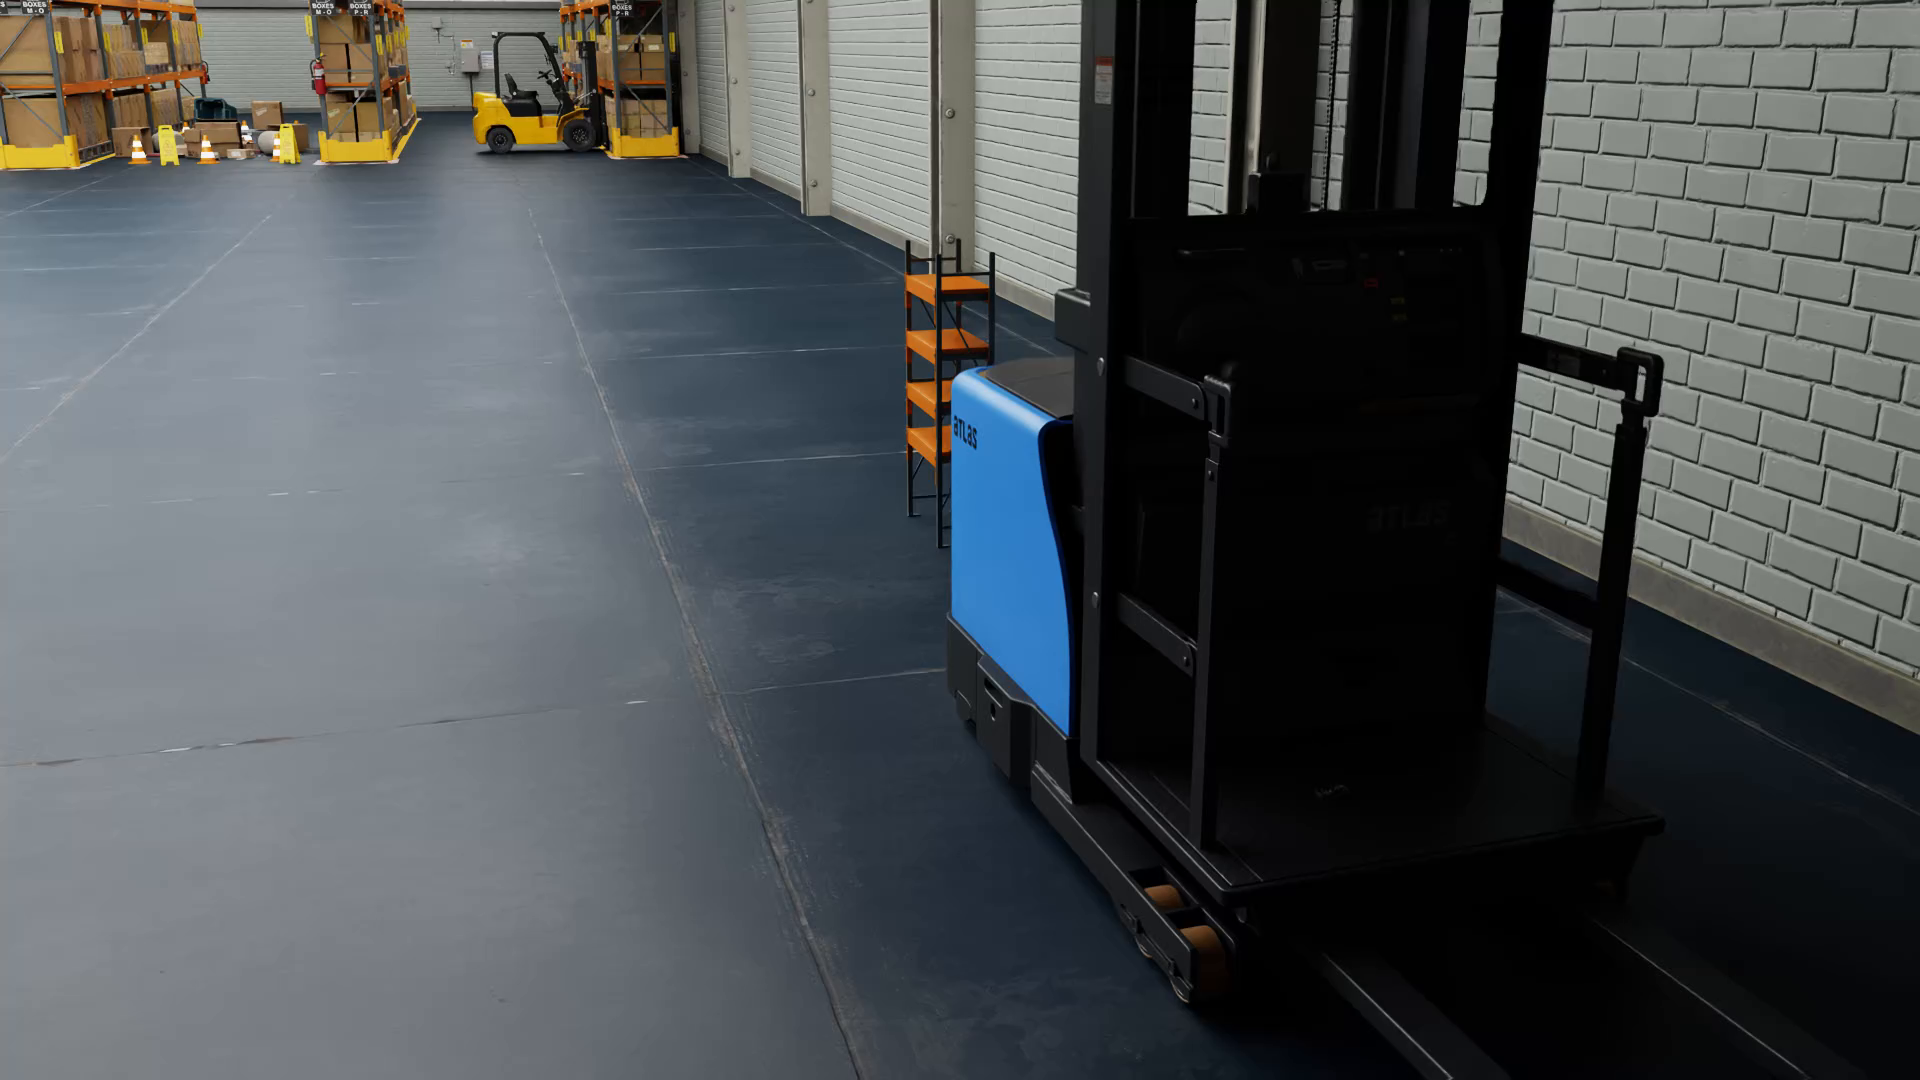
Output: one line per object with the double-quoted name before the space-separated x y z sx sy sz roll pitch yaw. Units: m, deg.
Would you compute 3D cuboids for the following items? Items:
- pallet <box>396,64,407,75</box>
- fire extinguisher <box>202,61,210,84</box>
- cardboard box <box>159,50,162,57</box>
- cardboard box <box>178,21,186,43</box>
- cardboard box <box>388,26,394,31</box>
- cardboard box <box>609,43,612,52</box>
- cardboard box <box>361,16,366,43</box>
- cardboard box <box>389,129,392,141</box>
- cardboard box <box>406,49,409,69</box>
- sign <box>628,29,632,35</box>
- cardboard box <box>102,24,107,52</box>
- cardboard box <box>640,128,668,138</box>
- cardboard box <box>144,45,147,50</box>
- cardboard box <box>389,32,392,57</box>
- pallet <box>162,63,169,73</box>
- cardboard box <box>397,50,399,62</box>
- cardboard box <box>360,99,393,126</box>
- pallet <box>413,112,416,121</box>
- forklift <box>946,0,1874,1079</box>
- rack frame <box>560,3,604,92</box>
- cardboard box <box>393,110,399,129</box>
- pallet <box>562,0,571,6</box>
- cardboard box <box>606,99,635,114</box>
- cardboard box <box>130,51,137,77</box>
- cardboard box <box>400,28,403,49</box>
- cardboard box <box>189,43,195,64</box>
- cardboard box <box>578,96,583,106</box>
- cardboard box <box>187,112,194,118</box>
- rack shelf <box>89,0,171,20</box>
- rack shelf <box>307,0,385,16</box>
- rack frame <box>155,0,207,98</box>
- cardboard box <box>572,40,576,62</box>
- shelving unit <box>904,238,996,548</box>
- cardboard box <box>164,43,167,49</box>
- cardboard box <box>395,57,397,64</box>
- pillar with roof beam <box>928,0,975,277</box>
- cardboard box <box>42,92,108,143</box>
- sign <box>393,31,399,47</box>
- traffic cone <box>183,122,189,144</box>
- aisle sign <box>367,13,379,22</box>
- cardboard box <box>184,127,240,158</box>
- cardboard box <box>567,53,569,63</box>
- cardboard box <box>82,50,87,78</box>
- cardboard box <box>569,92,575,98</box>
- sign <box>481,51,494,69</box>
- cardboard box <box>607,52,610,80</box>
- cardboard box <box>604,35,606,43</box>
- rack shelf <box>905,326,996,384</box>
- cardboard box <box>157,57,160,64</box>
"pallet" -12.361 -9.950 35.197 1.213 0.211 1.003 -5 17 -15
"fire extinguisher" -19.215 -11.915 42.186 0.296 0.674 0.183 -5 17 -15
"cardboard box" -17.973 -10.830 36.981 0.380 0.149 0.250 -5 18 -17
"cardboard box" -18.646 -12.015 39.309 0.500 0.500 0.500 -4 17 -14
"cardboard box" -12.560 -10.913 36.158 0.500 0.500 0.500 -5 18 -17
"cardboard box" -6.153 -8.912 30.106 0.380 0.149 0.250 -4 17 -14
"cardboard box" -11.648 -9.655 31.451 0.700 0.500 0.500 -5 17 -16
"cardboard box" -10.550 -7.289 30.053 0.500 0.250 0.500 -4 17 -13
"cardboard box" -14.471 -12.379 42.775 0.500 0.500 0.500 -5 17 -15
"sign" -7.355 -11.224 37.090 0.100 0.325 0.005 -5 17 -15
"cardboard box" -16.577 -9.511 31.489 0.700 0.500 0.500 -5 17 -16
"cardboard box" -5.636 -7.447 30.579 0.500 0.250 0.500 -5 17 -15
"cardboard box" -17.472 -10.463 35.242 0.380 0.149 0.250 -5 17 -16
"cardboard box" -11.552 -9.807 32.965 0.500 0.500 0.500 -5 17 -15
"pallet" -18.420 -10.603 37.370 1.003 0.211 1.213 -5 17 -15
"cardboard box" -12.827 -10.840 37.217 0.500 0.250 0.500 -5 17 -15
"cardboard box" -10.857 -7.944 30.929 0.500 0.500 0.500 -4 17 -12
"pallet" -14.563 -10.893 42.850 1.003 0.211 1.213 -5 17 -15
"forklift" 0.902 -0.529 3.618 1.130 2.935 3.031 -5 18 -17
"rack frame" -10.087 -12.837 44.474 1.000 3.000 0.127 -5 17 -15
"cardboard box" -12.303 -8.813 34.915 0.950 0.372 0.625 -5 17 -16
"pallet" -8.876 -12.891 39.767 1.213 0.211 1.003 -5 17 -15
"cardboard box" -6.262 -8.018 30.742 0.500 0.250 0.500 -4 17 -14
"cardboard box" -16.736 -9.480 33.123 0.500 0.500 0.500 -5 17 -16
"cardboard box" -13.790 -12.155 40.291 0.500 0.500 0.500 -5 17 -16
"cardboard box" -18.934 -11.828 40.425 0.500 0.500 0.500 -5 17 -15
"cardboard box" -8.915 -10.437 40.097 0.500 0.500 0.500 -5 17 -16
"cardboard box" -18.677 -10.236 40.038 0.380 0.149 0.250 -5 17 -17
"rack shelf" -17.941 -11.457 35.915 1.077 0.370 4.000 -5 17 -15
"rack shelf" -11.011 -9.663 29.944 1.077 0.370 4.000 -5 17 -15
"rack frame" -19.590 -12.024 41.768 1.000 3.000 0.127 -5 17 -15
"cardboard box" -8.711 -11.468 39.012 0.700 0.500 0.500 -5 17 -16
"shelving unit" -0.046 -0.620 6.932 0.258 1.200 0.503 -5 17 -15
"cardboard box" -18.193 -11.188 37.657 0.380 0.149 0.250 -4 17 -13
"cardboard box" -12.088 -10.105 35.085 0.380 0.149 0.250 -5 17 -16
"pillar with roof beam" -4.207 -6.229 12.047 9.100 9.000 0.400 -5 17 -15
"cardboard box" -16.186 -7.709 30.366 0.875 0.875 0.875 -4 17 -14
"sign" -12.140 -10.793 35.794 0.100 0.325 0.005 -5 17 -15
"traffic cone" -15.209 -7.980 32.715 0.336 0.463 0.334 -5 17 -15
"aisle sign" -15.157 -13.686 42.780 0.394 0.787 0.004 -5 17 -15
"cardboard box" -13.378 -7.108 29.741 0.637 0.503 0.797 11 20 32
"cardboard box" -9.779 -12.342 42.569 0.500 0.250 0.500 -5 17 -17
"cardboard box" -15.971 -8.367 29.331 0.875 0.550 0.550 -5 17 -15
"cardboard box" -9.812 -11.425 43.388 0.700 0.500 0.500 -4 17 -13
"sign" -13.952 -14.178 49.103 0.329 0.494 0.001 -5 17 -15
"cardboard box" -6.211 -8.719 30.590 0.500 0.500 0.500 -4 17 -14
"cardboard box" -6.438 -9.340 31.013 0.380 0.149 0.250 -4 17 -14
"rack shelf" -0.046 -0.770 6.887 0.258 0.148 0.480 -5 17 -15
"cardboard box" -17.830 -10.544 36.548 0.380 0.149 0.250 -4 17 -13
